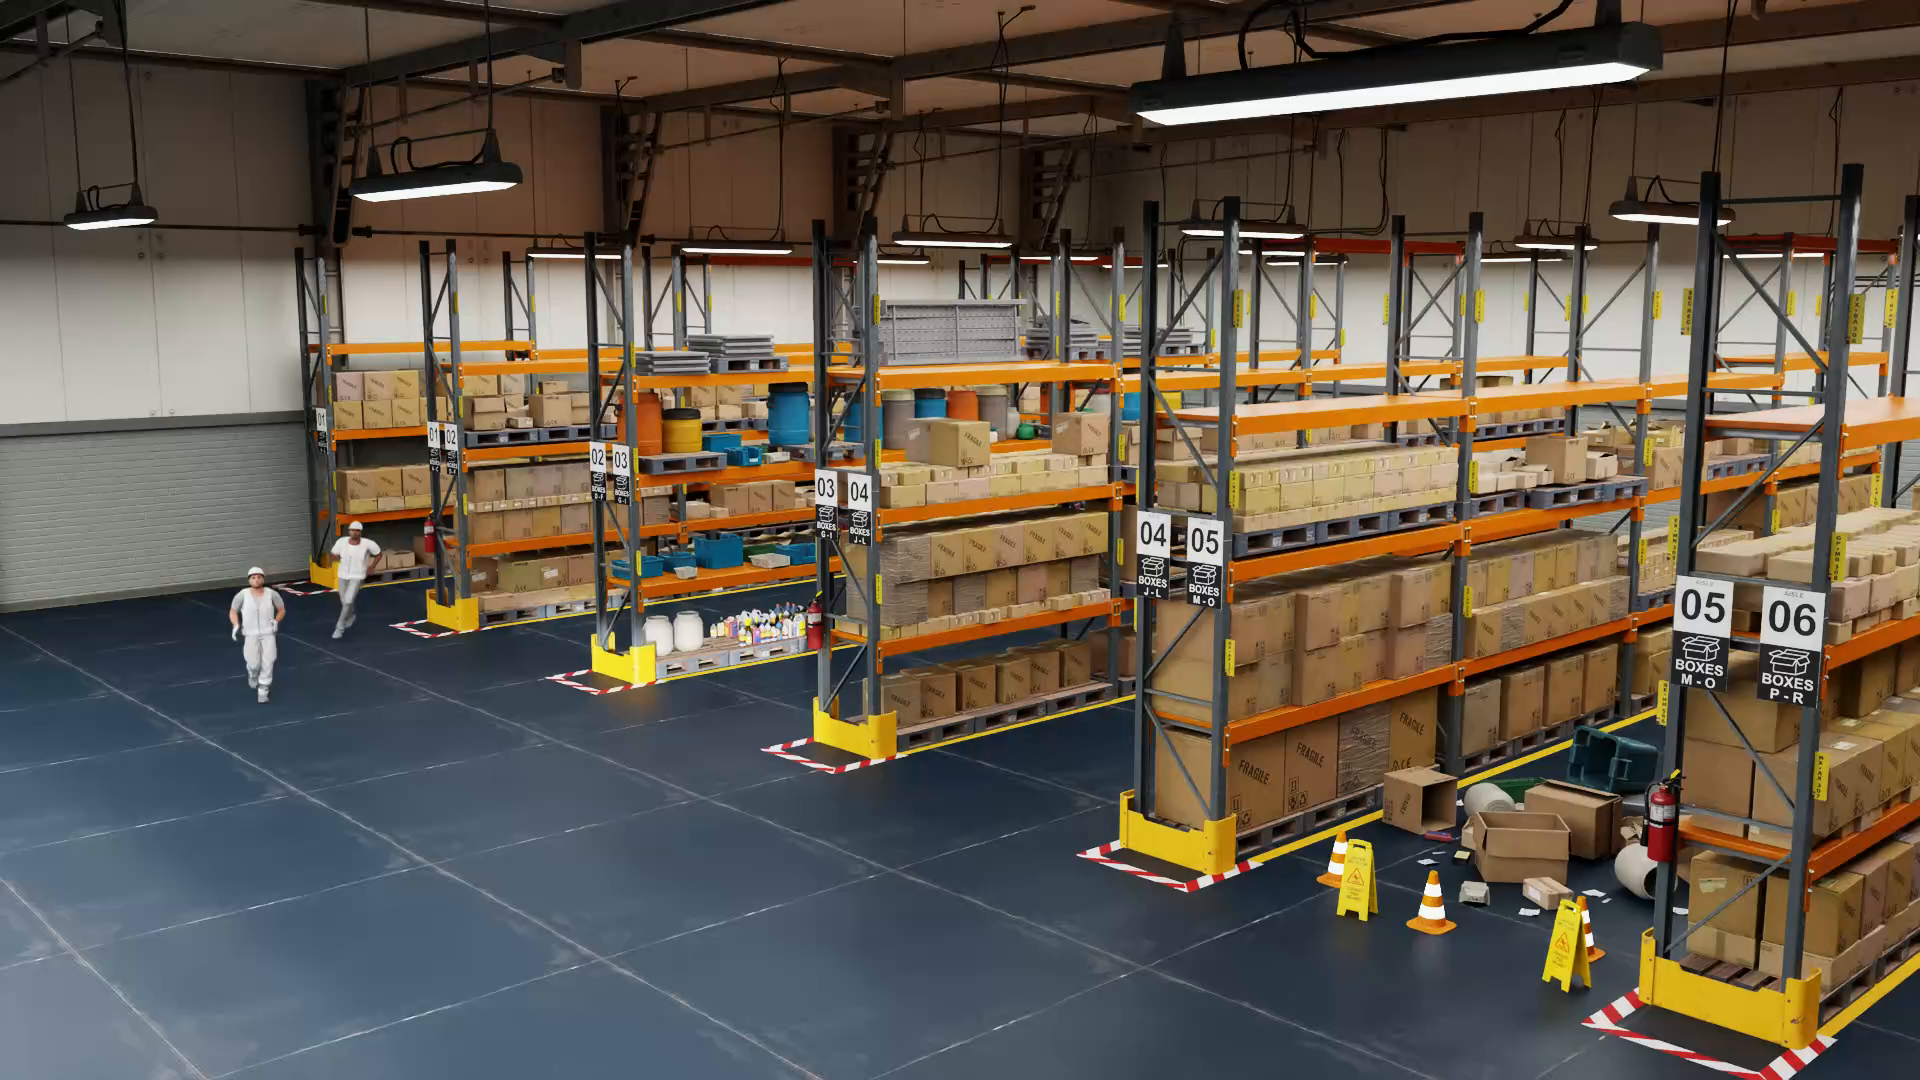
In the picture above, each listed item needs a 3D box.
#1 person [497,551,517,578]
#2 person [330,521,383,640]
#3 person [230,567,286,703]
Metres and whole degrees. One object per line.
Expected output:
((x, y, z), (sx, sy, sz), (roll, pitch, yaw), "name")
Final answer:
((-7.666, 0.181, 28.335), (0.637, 1.687, 0.804), (7, 11, 41), "person")
((-9.260, 0.583, 25.435), (0.703, 1.776, 0.824), (1, 8, 5), "person")
((-8.951, 1.205, 21.250), (0.658, 1.737, 0.600), (-4, 9, -26), "person")
